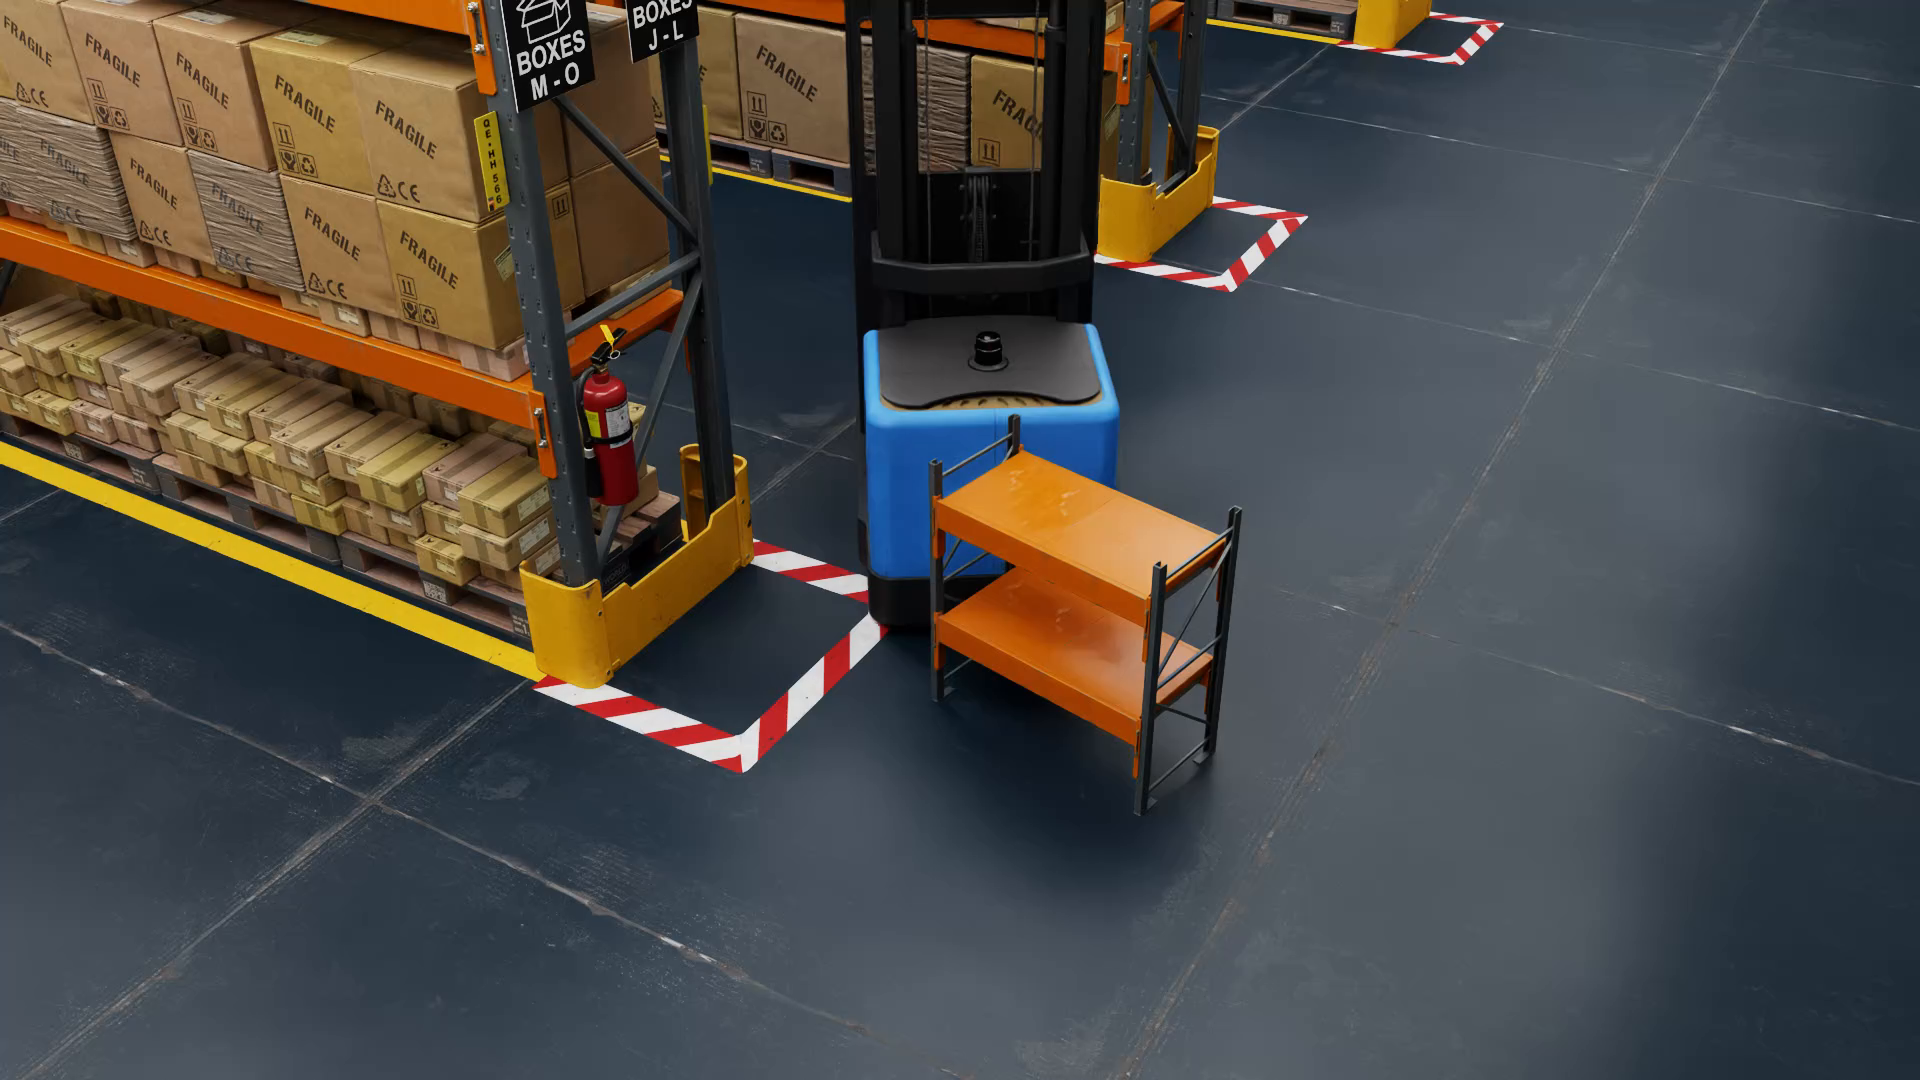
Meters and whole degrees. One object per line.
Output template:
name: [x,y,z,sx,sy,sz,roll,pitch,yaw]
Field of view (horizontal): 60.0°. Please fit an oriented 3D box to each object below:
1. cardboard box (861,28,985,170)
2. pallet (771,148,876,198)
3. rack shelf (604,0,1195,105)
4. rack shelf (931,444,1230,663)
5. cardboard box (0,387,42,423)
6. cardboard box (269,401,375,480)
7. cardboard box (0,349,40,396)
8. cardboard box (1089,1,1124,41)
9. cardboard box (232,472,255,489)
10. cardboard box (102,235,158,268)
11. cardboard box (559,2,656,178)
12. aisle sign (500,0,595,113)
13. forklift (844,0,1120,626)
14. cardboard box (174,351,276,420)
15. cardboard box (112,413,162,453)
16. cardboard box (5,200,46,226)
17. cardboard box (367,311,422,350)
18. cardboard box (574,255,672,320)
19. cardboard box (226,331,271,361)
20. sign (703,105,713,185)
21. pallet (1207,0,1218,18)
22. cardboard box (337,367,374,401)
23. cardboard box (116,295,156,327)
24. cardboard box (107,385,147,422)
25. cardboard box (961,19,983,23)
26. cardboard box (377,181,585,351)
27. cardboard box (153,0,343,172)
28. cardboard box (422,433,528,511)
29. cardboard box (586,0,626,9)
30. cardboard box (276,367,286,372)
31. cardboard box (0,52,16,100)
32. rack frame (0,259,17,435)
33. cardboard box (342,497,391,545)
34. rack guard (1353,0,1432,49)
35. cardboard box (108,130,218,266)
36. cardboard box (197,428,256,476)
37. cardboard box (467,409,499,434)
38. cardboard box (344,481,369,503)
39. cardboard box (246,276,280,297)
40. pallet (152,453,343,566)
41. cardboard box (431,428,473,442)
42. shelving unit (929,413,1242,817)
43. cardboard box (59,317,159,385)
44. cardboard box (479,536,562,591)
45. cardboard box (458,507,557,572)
cardboard box: [-0.129,-2.967,11.037,0.875,0.875,0.875,18,37,24]
pallet: [-0.532,-2.646,11.534,1.213,0.211,1.003,18,37,24]
rack shelf: [-0.480,-3.539,11.008,4.000,0.370,1.077,18,37,24]
rack shelf: [0.442,0.026,6.168,1.000,0.278,0.538,26,42,33]
cardboard box: [-4.609,-0.763,8.383,0.250,0.149,0.380,16,37,22]
cardboard box: [-2.810,-0.445,7.368,0.250,0.149,0.380,19,38,26]
cardboard box: [-4.610,-0.888,8.302,0.250,0.149,0.380,19,38,26]
cardboard box: [0.783,-3.124,9.961,0.250,0.149,0.380,18,38,25]
cardboard box: [-3.196,-0.391,7.824,0.250,0.149,0.380,19,38,26]
cardboard box: [-3.515,-1.351,7.299,0.250,0.149,0.380,19,38,26]
cardboard box: [-1.551,-1.763,6.430,0.500,0.500,0.500,17,37,24]
aisle sign: [-1.378,-1.847,5.472,0.004,0.787,0.394,18,37,24]
forklift: [0.047,-1.647,7.579,1.130,2.935,3.031,-2,34,-3]
cardboard box: [-3.420,-0.716,7.775,0.250,0.149,0.380,16,37,22]
cardboard box: [-3.891,-0.601,8.139,0.250,0.149,0.380,17,37,23]
cardboard box: [-4.163,-1.607,7.683,0.250,0.149,0.380,16,37,22]
cardboard box: [-2.139,-0.927,6.663,0.250,0.149,0.380,17,37,24]
cardboard box: [-1.411,-1.072,6.880,0.250,0.149,0.380,17,37,24]
cardboard box: [-3.399,-1.038,8.259,0.250,0.149,0.380,16,37,22]
sign: [-1.024,-1.551,6.592,0.005,0.325,0.100,18,37,24]
pallet: [1.962,-5.093,15.208,1.213,0.211,1.003,18,37,24]
cardboard box: [-2.732,-0.826,7.940,0.250,0.149,0.380,18,38,25]
cardboard box: [-4.086,-1.242,8.565,0.250,0.149,0.380,18,38,25]
cardboard box: [-3.883,-0.736,8.075,0.250,0.149,0.380,16,37,22]
cardboard box: [0.122,-3.333,10.276,0.250,0.149,0.380,18,38,25]
cardboard box: [-1.811,-1.095,6.329,0.500,0.500,0.500,18,38,25]
cardboard box: [-2.709,-1.796,6.479,0.500,0.500,0.500,20,38,27]
cardboard box: [-2.068,-0.286,7.130,0.250,0.149,0.380,18,38,25]
cardboard box: [-2.782,-3.846,12.357,0.875,0.875,1.225,18,38,25]
cardboard box: [-3.229,-0.814,8.191,0.250,0.149,0.380,16,37,22]
cardboard box: [-4.037,-2.235,7.139,0.500,0.500,0.500,16,37,23]
rack frame: [-4.766,-2.030,8.092,0.127,3.000,1.000,18,37,24]
cardboard box: [-2.534,-0.160,7.477,0.250,0.149,0.380,18,38,25]
rack guard: [3.741,-4.632,14.254,0.348,0.500,1.175,18,37,24]
cardboard box: [-3.128,-1.516,6.962,0.500,0.500,0.500,20,38,27]
cardboard box: [-3.267,-0.470,7.674,0.250,0.149,0.380,18,38,25]
cardboard box: [-2.033,-0.622,7.634,0.250,0.149,0.380,17,37,24]
cardboard box: [-2.527,-0.315,7.442,0.250,0.149,0.380,17,37,24]
cardboard box: [-2.791,-1.176,7.036,0.250,0.149,0.380,16,37,22]
pallet: [-3.102,-0.367,8.110,1.213,0.211,1.003,18,37,24]
cardboard box: [-2.255,-0.559,7.809,0.250,0.149,0.380,19,38,26]
shelving unit: [0.442,0.269,6.331,1.048,1.125,0.538,26,42,33]
cardboard box: [-4.116,-0.921,8.083,0.250,0.149,0.380,17,37,24]
cardboard box: [-1.853,0.038,7.180,0.250,0.149,0.380,18,38,25]
cardboard box: [-1.893,-0.050,7.043,0.250,0.149,0.380,17,37,23]
